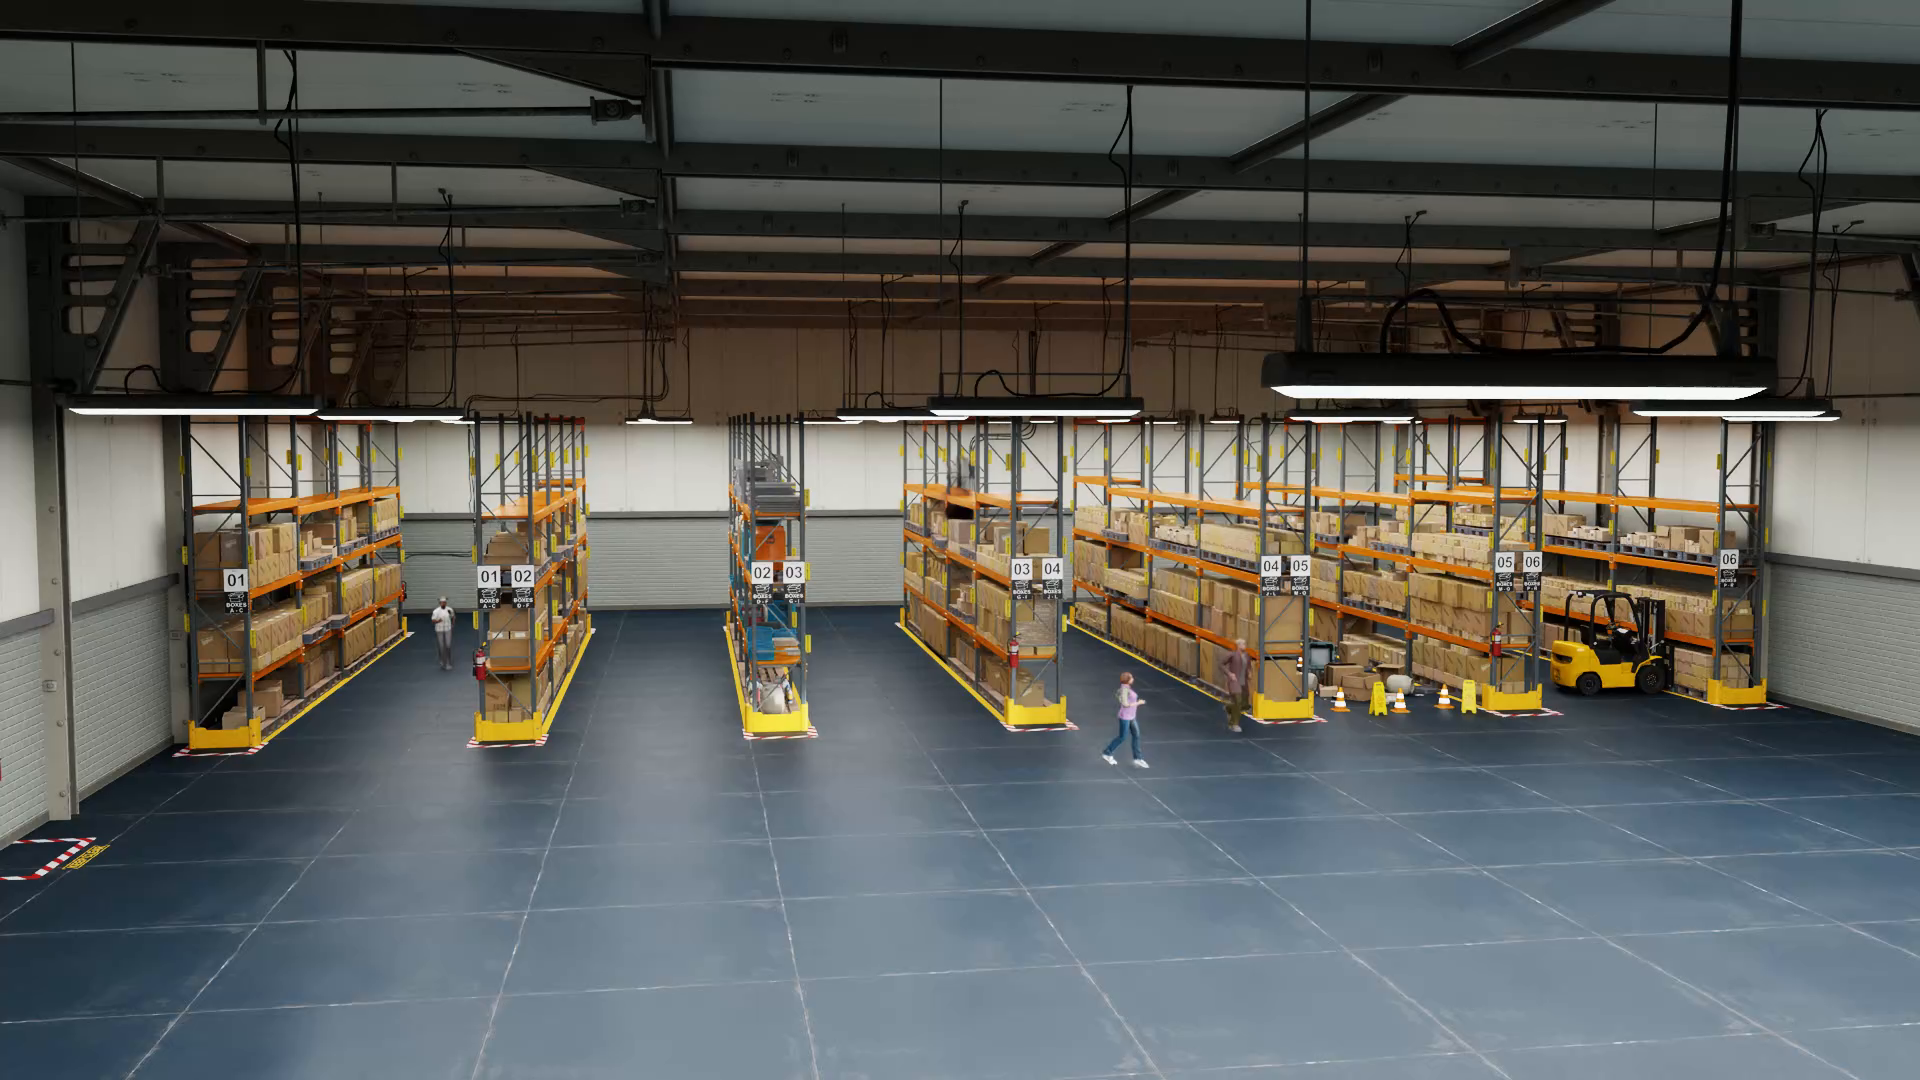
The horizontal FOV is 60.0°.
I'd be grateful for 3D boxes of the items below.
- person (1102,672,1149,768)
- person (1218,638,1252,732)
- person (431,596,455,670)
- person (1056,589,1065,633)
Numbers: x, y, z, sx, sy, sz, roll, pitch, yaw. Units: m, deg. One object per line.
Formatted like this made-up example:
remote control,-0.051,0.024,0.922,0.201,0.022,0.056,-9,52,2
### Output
person,2.781,3.008,27.870,0.783,1.623,0.526,1,4,19
person,5.284,2.742,31.679,0.738,1.711,0.806,-2,5,-32
person,-12.243,2.192,39.434,0.564,1.752,0.753,-1,4,-20
person,2.528,1.785,45.293,0.697,1.717,0.609,-1,4,-9
